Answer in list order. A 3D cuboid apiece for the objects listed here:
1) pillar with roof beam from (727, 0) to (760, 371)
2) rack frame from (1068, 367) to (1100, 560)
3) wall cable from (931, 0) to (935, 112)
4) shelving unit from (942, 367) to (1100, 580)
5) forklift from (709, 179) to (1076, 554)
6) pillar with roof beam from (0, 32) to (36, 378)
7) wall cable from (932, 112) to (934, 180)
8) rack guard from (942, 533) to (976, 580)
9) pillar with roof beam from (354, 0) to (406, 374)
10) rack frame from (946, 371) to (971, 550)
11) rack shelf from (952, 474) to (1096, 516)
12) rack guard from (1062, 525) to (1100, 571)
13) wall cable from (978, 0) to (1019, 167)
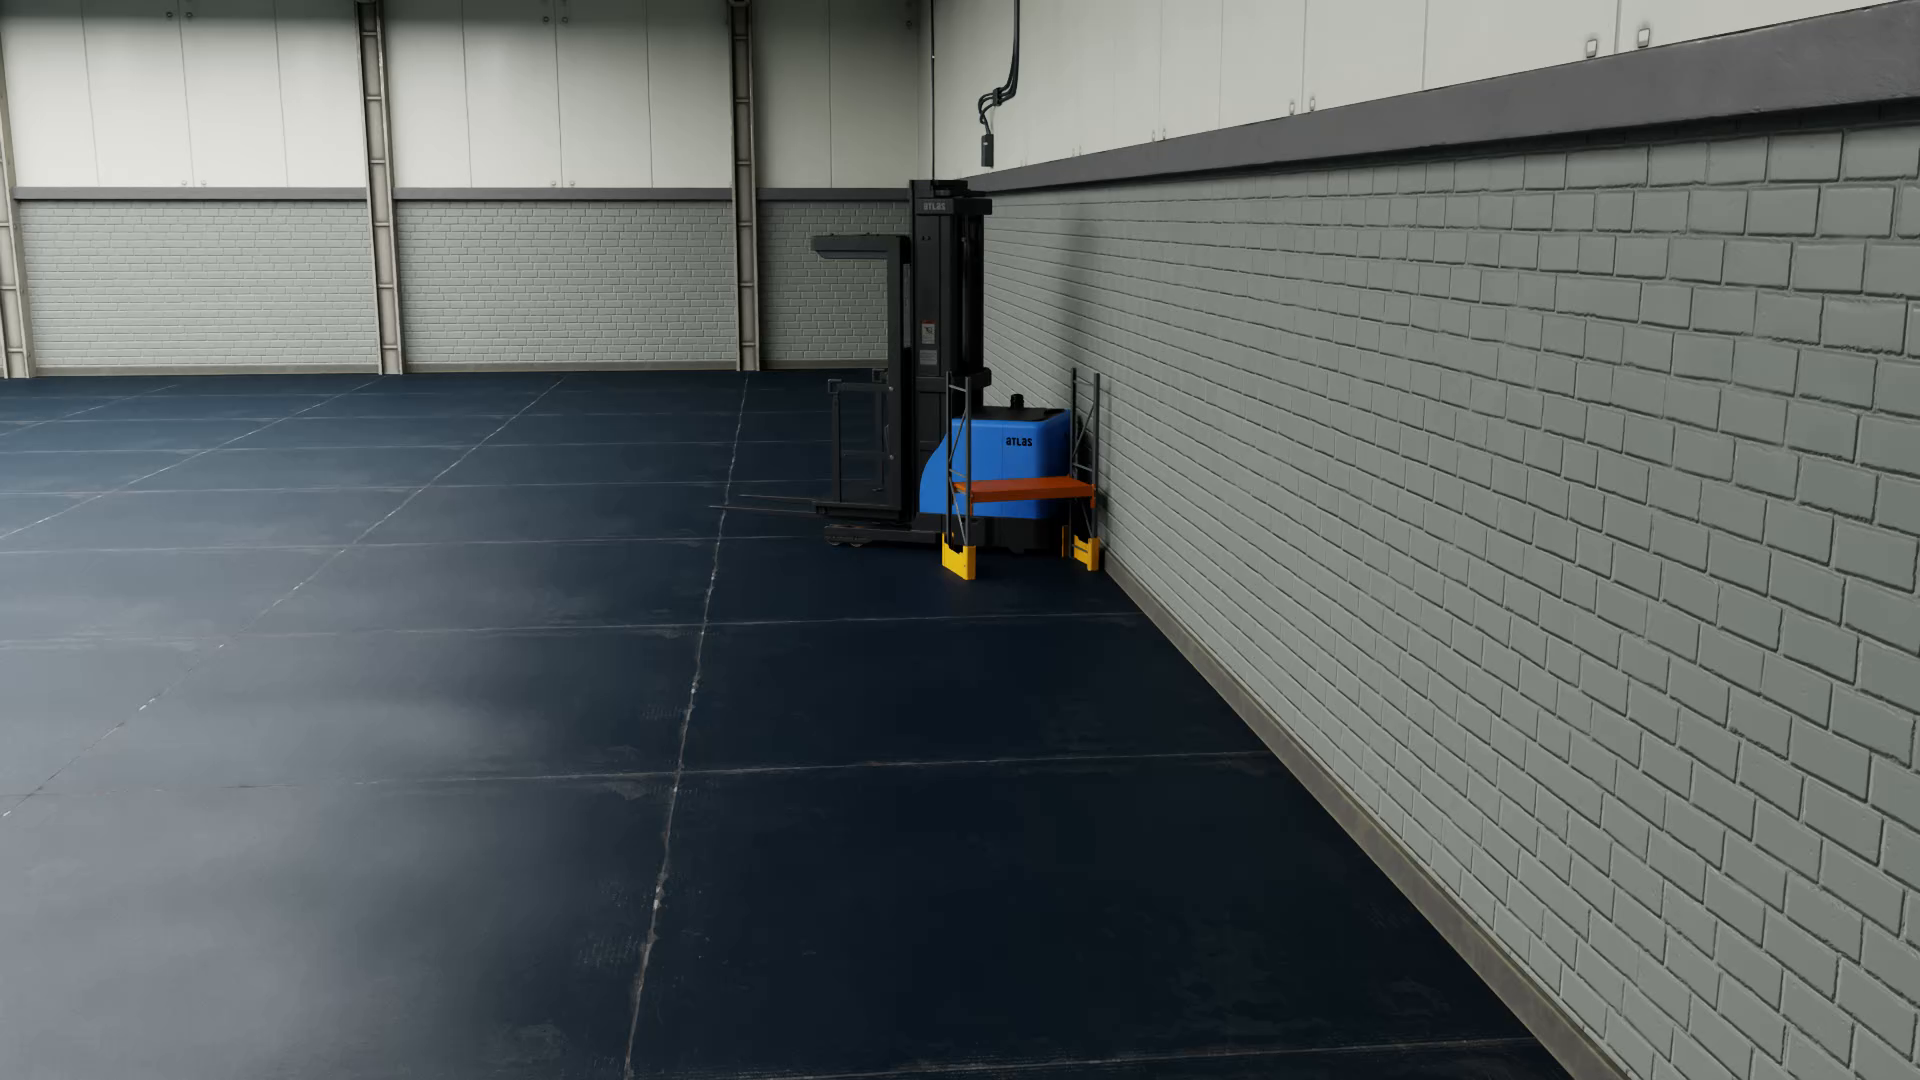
[{"bbox_3d":[-3.211,-6.546,23.836,0.548,9.000,9.100,-1,11,-6],"label":"pillar with roof beam"},{"bbox_3d":[0.954,-0.557,12.811,0.032,1.500,0.500,-4,12,-18],"label":"rack frame"},{"bbox_3d":[-0.313,-7.615,24.231,0.112,2.526,3.097,-1,11,-6],"label":"wall cable"},{"bbox_3d":[0.463,-0.525,12.650,1.083,1.500,0.587,-4,12,-18],"label":"shelving unit"},{"bbox_3d":[-0.598,-1.476,13.776,3.031,2.935,1.130,4,12,18],"label":"forklift"},{"bbox_3d":[-15.141,-6.296,22.564,0.400,9.000,9.100,-1,11,-6],"label":"pillar with roof beam"},{"bbox_3d":[-0.605,-5.656,27.357,0.112,2.526,3.097,-1,11,-6],"label":"wall cable"},{"bbox_3d":[-0.009,0.119,12.615,0.087,0.250,0.587,-4,12,-18],"label":"rack guard"},{"bbox_3d":[-9.176,-6.421,23.200,0.548,9.000,9.100,-1,11,-6],"label":"pillar with roof beam"},{"bbox_3d":[-0.010,-0.494,12.494,0.032,1.500,0.500,-4,12,-18],"label":"rack frame"},{"bbox_3d":[0.472,-0.349,12.687,1.000,0.185,0.538,-4,12,-18],"label":"rack shelf"},{"bbox_3d":[0.935,0.058,12.926,0.087,0.250,0.587,-4,12,-18],"label":"rack guard"},{"bbox_3d":[0.405,-7.027,17.467,0.169,6.003,2.305,-1,11,-6],"label":"wall cable"}]
